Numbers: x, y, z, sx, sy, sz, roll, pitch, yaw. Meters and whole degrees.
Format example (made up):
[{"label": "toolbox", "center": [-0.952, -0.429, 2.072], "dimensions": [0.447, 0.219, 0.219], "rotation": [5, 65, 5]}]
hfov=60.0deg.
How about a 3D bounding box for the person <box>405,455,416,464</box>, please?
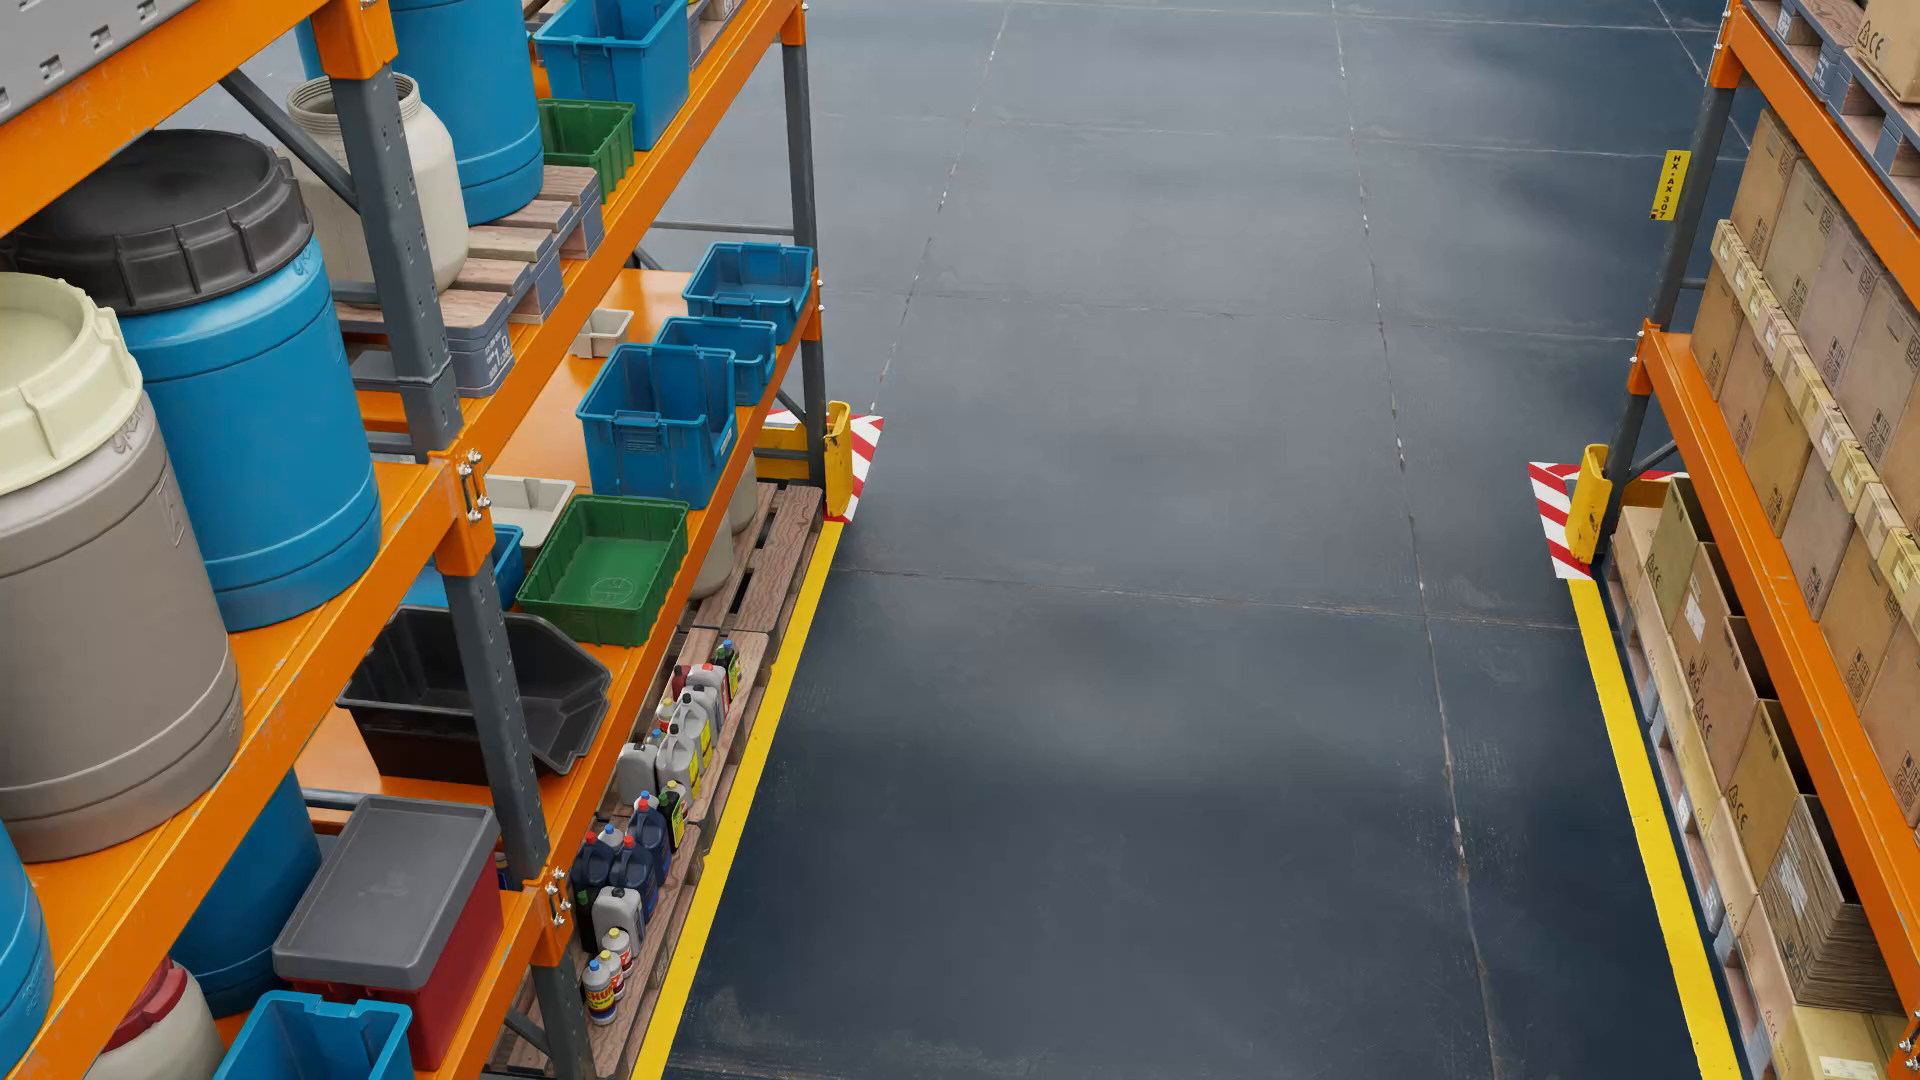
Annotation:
[{"label": "person", "center": [-2.805, -1.015, 8.440], "dimensions": [0.626, 1.759, 0.705], "rotation": [7, 36, 10]}]
